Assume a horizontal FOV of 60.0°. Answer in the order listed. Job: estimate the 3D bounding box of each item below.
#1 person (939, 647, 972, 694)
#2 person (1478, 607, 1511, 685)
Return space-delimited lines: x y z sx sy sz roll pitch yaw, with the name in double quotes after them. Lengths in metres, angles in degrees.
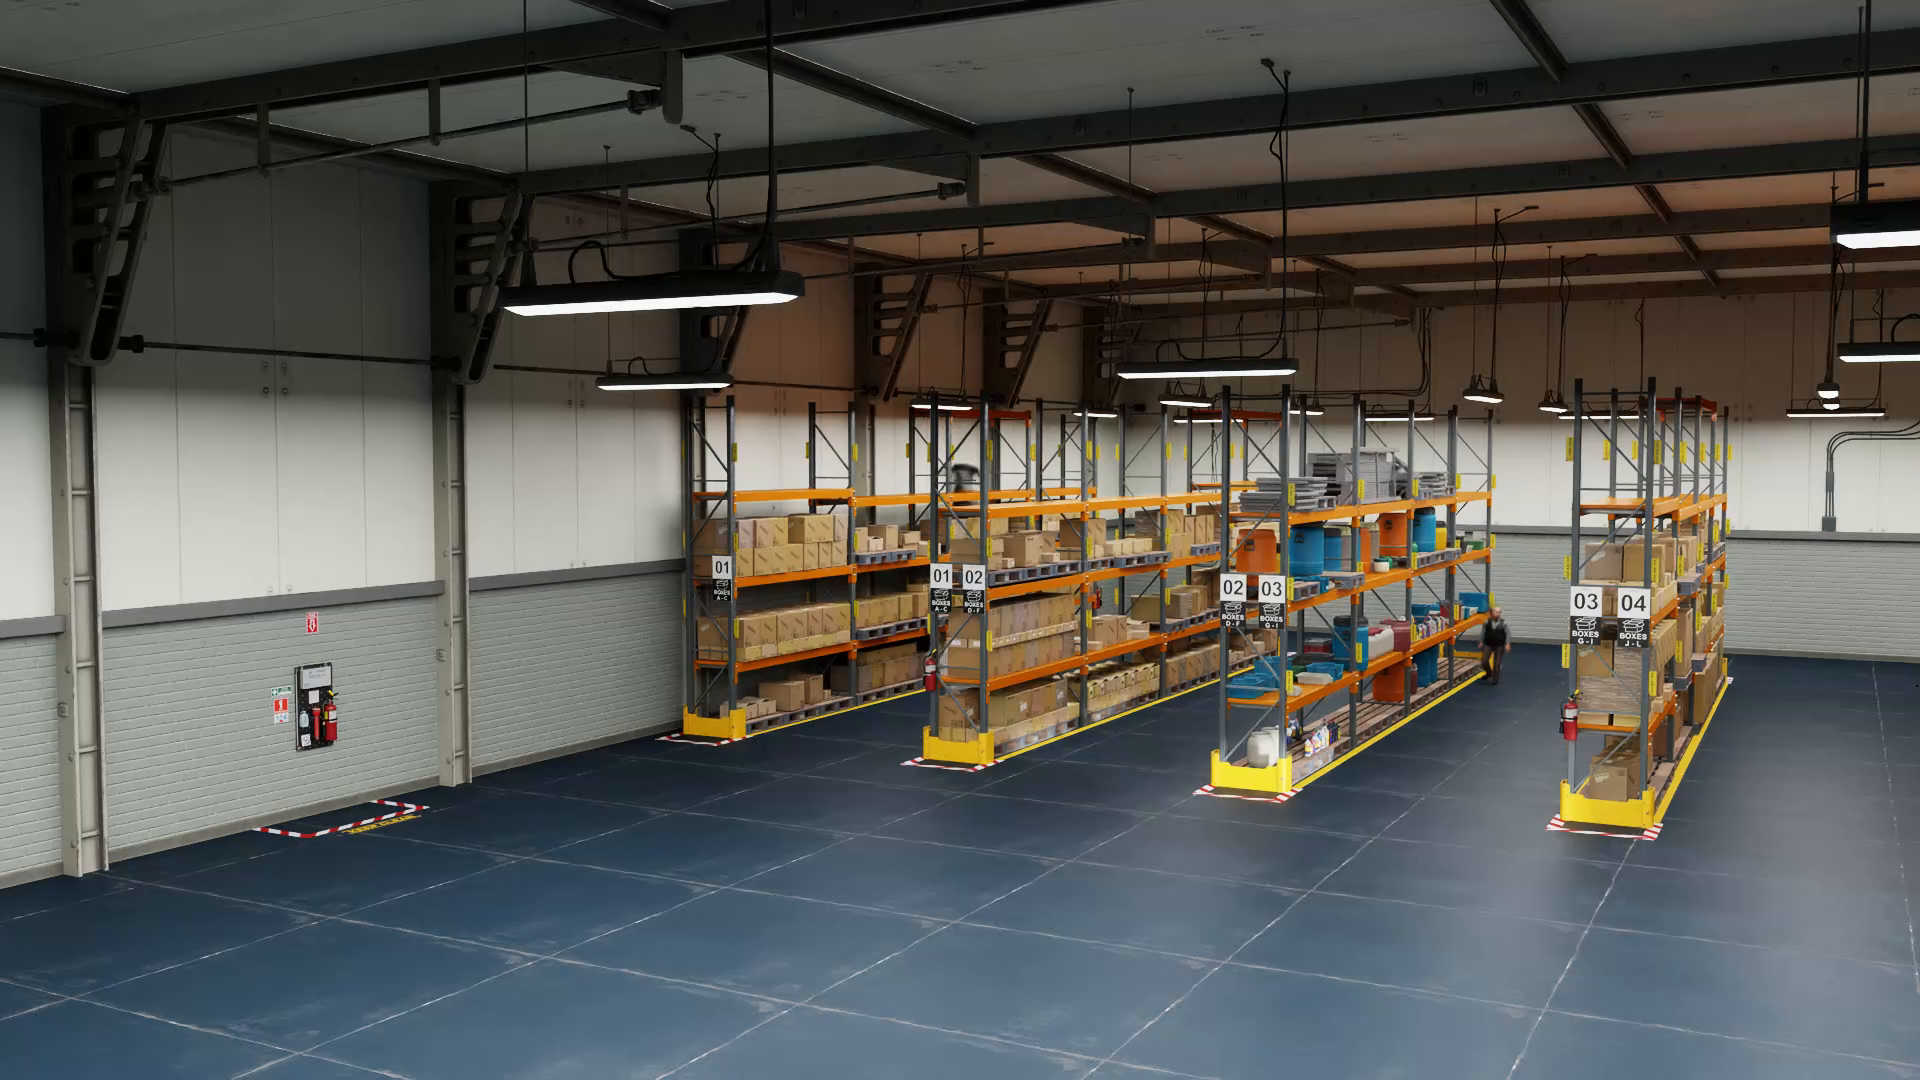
-0.029 2.565 30.444 0.733 1.709 0.777 0 3 -9 "person"
11.488 2.275 35.739 0.684 1.691 0.505 1 3 24 "person"
